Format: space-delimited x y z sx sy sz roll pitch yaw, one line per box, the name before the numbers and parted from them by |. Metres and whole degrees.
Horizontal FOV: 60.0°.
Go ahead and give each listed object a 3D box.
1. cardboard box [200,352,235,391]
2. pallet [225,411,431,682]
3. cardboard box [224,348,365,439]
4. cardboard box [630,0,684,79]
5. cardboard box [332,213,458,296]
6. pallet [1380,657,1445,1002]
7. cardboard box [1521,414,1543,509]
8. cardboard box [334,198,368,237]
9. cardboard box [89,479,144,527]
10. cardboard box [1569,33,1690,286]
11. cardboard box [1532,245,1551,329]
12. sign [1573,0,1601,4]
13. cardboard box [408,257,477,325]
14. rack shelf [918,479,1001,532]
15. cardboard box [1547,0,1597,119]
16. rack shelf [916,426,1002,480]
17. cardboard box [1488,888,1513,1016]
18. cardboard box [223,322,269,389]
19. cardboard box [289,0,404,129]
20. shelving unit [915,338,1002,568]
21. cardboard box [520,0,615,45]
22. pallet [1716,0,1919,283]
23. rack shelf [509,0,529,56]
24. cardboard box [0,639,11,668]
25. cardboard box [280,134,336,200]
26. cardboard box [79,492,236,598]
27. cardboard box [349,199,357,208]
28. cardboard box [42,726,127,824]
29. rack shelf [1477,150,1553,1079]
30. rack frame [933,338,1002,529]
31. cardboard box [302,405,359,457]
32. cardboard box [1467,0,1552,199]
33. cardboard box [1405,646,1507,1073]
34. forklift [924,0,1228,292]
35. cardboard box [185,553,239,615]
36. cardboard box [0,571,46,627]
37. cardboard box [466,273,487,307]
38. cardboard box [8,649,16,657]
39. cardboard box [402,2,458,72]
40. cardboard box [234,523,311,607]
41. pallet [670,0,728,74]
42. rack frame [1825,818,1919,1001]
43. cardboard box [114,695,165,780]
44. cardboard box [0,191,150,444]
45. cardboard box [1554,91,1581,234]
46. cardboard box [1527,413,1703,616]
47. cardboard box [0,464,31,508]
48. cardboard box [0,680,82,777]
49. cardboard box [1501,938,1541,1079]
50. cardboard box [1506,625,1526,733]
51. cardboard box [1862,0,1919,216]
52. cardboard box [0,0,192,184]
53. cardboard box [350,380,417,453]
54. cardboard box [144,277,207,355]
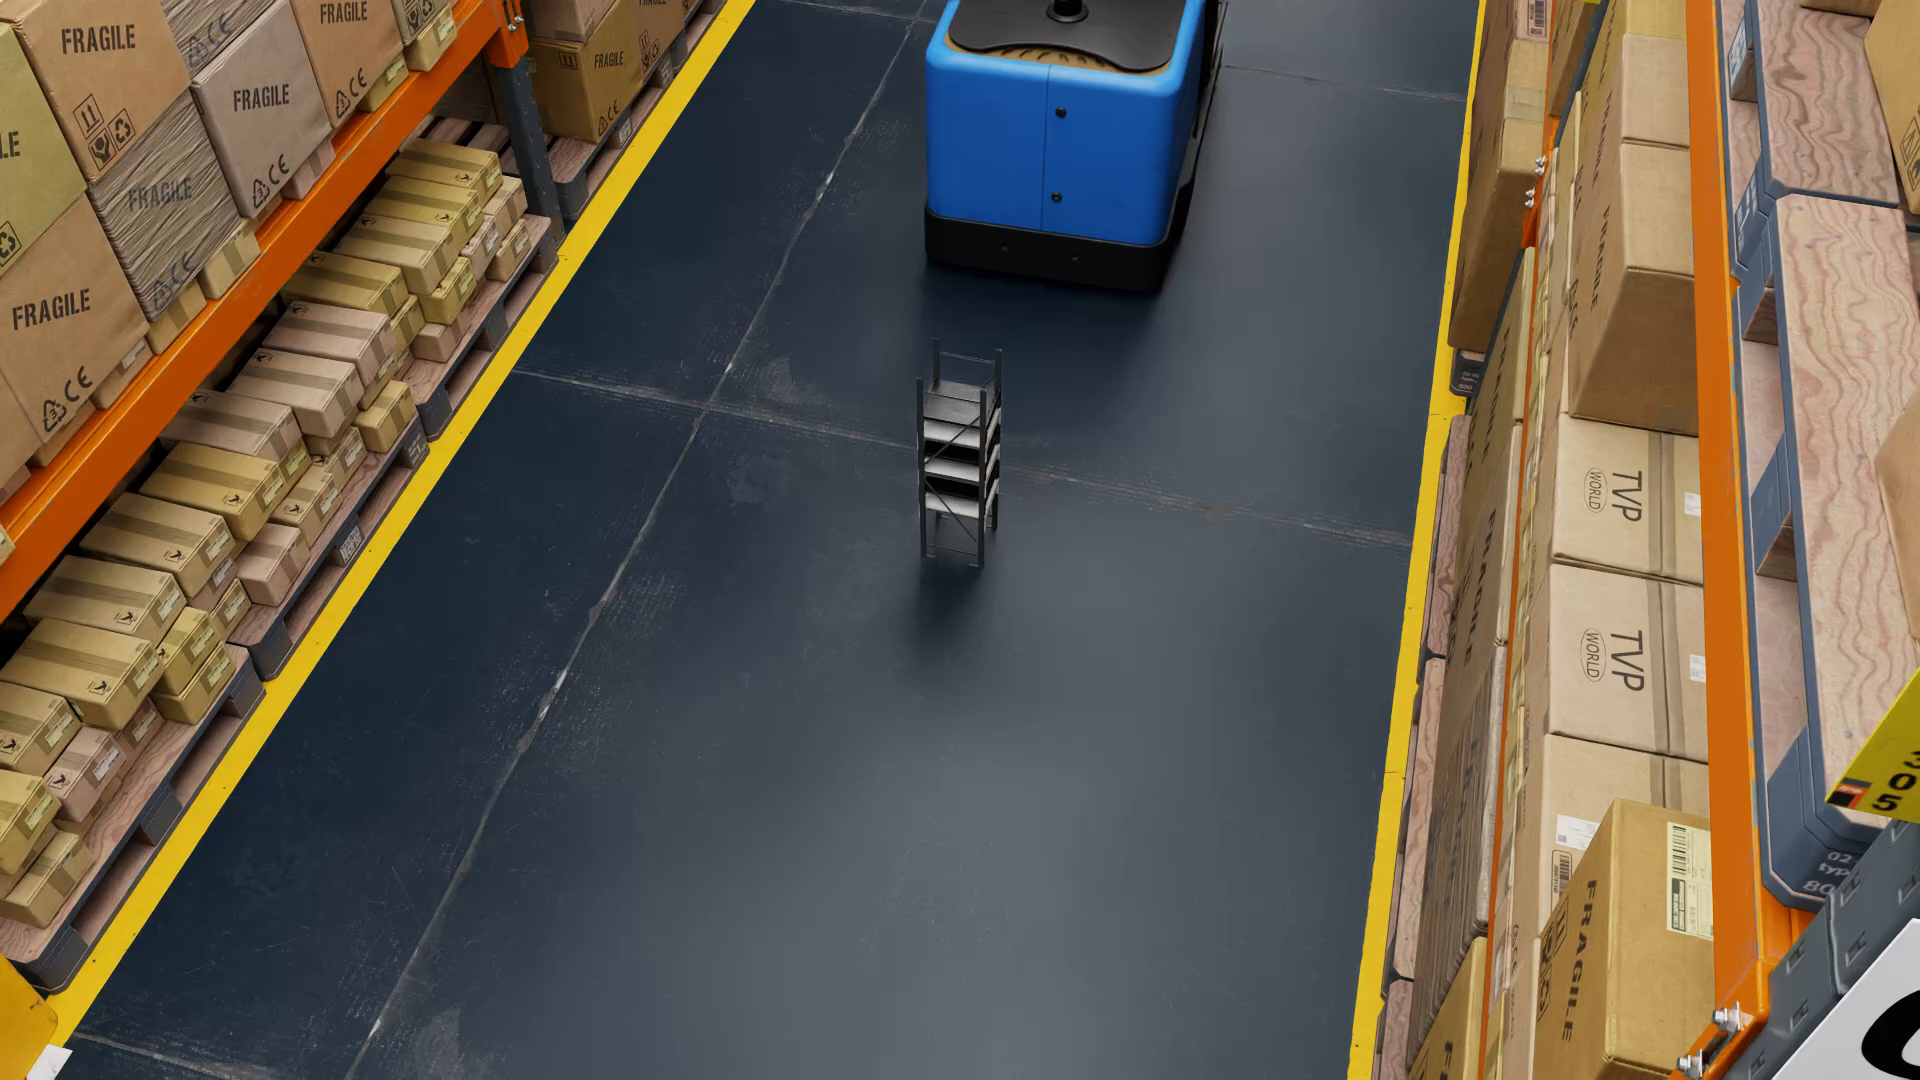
cardboard box | -2.882 -0.630 6.030 0.380 0.149 0.250 10 49 8
pallet | -2.720 -0.099 6.197 1.003 0.211 1.213 12 50 10
cardboard box | -2.373 -0.526 5.938 0.380 0.149 0.250 10 49 9
cardboard box | -1.670 -2.577 7.911 0.500 0.500 0.500 14 50 12
cardboard box | -2.188 -1.110 6.453 0.380 0.149 0.250 11 50 10
pallet | 1.906 0.994 5.232 1.003 0.211 1.213 12 50 10
cardboard box | 1.761 -0.179 4.575 0.380 0.149 0.250 12 50 10
cardboard box | -2.642 -1.294 6.815 0.380 0.149 0.250 12 50 10
cardboard box | -3.103 -0.174 5.826 0.380 0.149 0.250 14 50 12
cardboard box | 1.991 -0.994 4.529 0.500 0.500 0.500 12 50 10
cardboard box | 1.964 -0.736 5.067 0.380 0.149 0.250 13 50 11
sign | 1.974 -1.805 5.123 0.100 0.325 0.005 12 50 10
cardboard box | -2.147 -1.008 6.562 0.380 0.149 0.250 10 49 9
rack shelf | -0.002 -0.151 6.067 0.258 0.077 0.200 12 50 10
cardboard box | 2.360 -1.773 5.748 0.500 0.500 0.500 12 50 10
rack shelf | -0.002 -0.329 5.865 0.258 0.077 0.200 12 50 10
cardboard box | 1.358 0.935 3.592 0.380 0.149 0.250 12 50 10
cardboard box | -2.841 -0.722 6.310 0.380 0.149 0.250 14 50 12
cardboard box | -2.251 -1.751 5.529 0.500 0.500 0.500 10 49 9
shelving unit | -0.002 -0.292 5.907 0.258 0.900 0.210 12 50 10
cardboard box | -1.809 -2.442 7.292 0.500 0.250 0.500 10 49 8
pallet | 1.952 -0.842 3.051 1.003 0.211 1.213 12 50 10
rack shelf | -1.732 -3.609 7.914 1.077 0.370 4.000 12 50 10
cardboard box | -3.312 0.385 5.333 0.380 0.149 0.250 10 49 8
cardboard box | -2.332 -1.291 5.556 0.380 0.149 0.250 10 49 8
cardboard box | -2.631 0.014 5.461 0.380 0.149 0.250 13 50 12
cardboard box | -2.678 -1.397 6.707 0.380 0.149 0.250 14 50 12
cardboard box | -2.799 0.684 5.069 0.380 0.149 0.250 11 50 10
rack shelf | 1.974 0.336 4.432 1.077 0.370 4.000 12 50 10
rack frame | 0.025 -0.365 5.972 0.240 0.900 0.006 12 50 10
cardboard box | -2.446 -0.468 6.085 0.380 0.149 0.250 9 49 8
cardboard box | 2.884 -1.897 7.061 1.225 0.875 0.875 10 49 9
cardboard box | 1.778 0.972 4.528 0.875 0.875 0.875 12 50 10
forklift | 0.682 -3.158 7.082 1.130 2.935 3.031 10 49 9
cardboard box | -2.669 0.115 5.571 0.380 0.149 0.250 9 49 8
cardboard box | -3.220 0.110 5.377 0.380 0.149 0.250 10 49 9
cardboard box | -2.182 -1.073 6.818 0.380 0.149 0.250 13 50 11
cardboard box | -3.198 0.314 5.593 0.380 0.149 0.250 12 50 10
cardboard box | -2.070 -1.856 6.055 0.380 0.149 0.250 10 49 9
cardboard box | -2.518 0.066 5.813 0.380 0.149 0.250 9 49 8
pallet | -1.735 -2.926 8.692 1.003 0.211 1.213 12 50 10
rack frame | 1.448 -0.440 0.636 1.000 3.000 0.127 12 50 10
cardboard box | -2.816 0.595 5.345 0.380 0.149 0.250 12 50 10
cardboard box | -2.669 -0.653 4.560 0.500 0.500 0.500 12 50 11
cardboard box | 2.124 -1.109 5.130 0.500 0.250 0.500 11 49 9
cardboard box | 1.720 -0.019 4.168 0.500 0.250 0.500 12 50 10
cardboard box | -2.824 -0.184 4.579 0.380 0.149 0.250 14 50 12
cardboard box | -2.889 0.566 4.975 0.380 0.149 0.250 12 50 11
cardboard box | 1.319 1.093 3.186 0.500 0.250 0.500 11 49 9
cardboard box | 1.559 0.379 4.082 0.380 0.149 0.250 12 50 10
cardboard box | 1.887 -0.806 2.547 0.700 0.500 0.500 9 49 7
cardboard box | -2.521 -1.349 4.508 0.500 0.500 0.500 10 49 9
cardboard box | -2.305 -0.496 6.309 0.380 0.149 0.250 11 50 10
cardboard box | -2.548 -0.732 5.063 0.380 0.149 0.250 13 50 11
